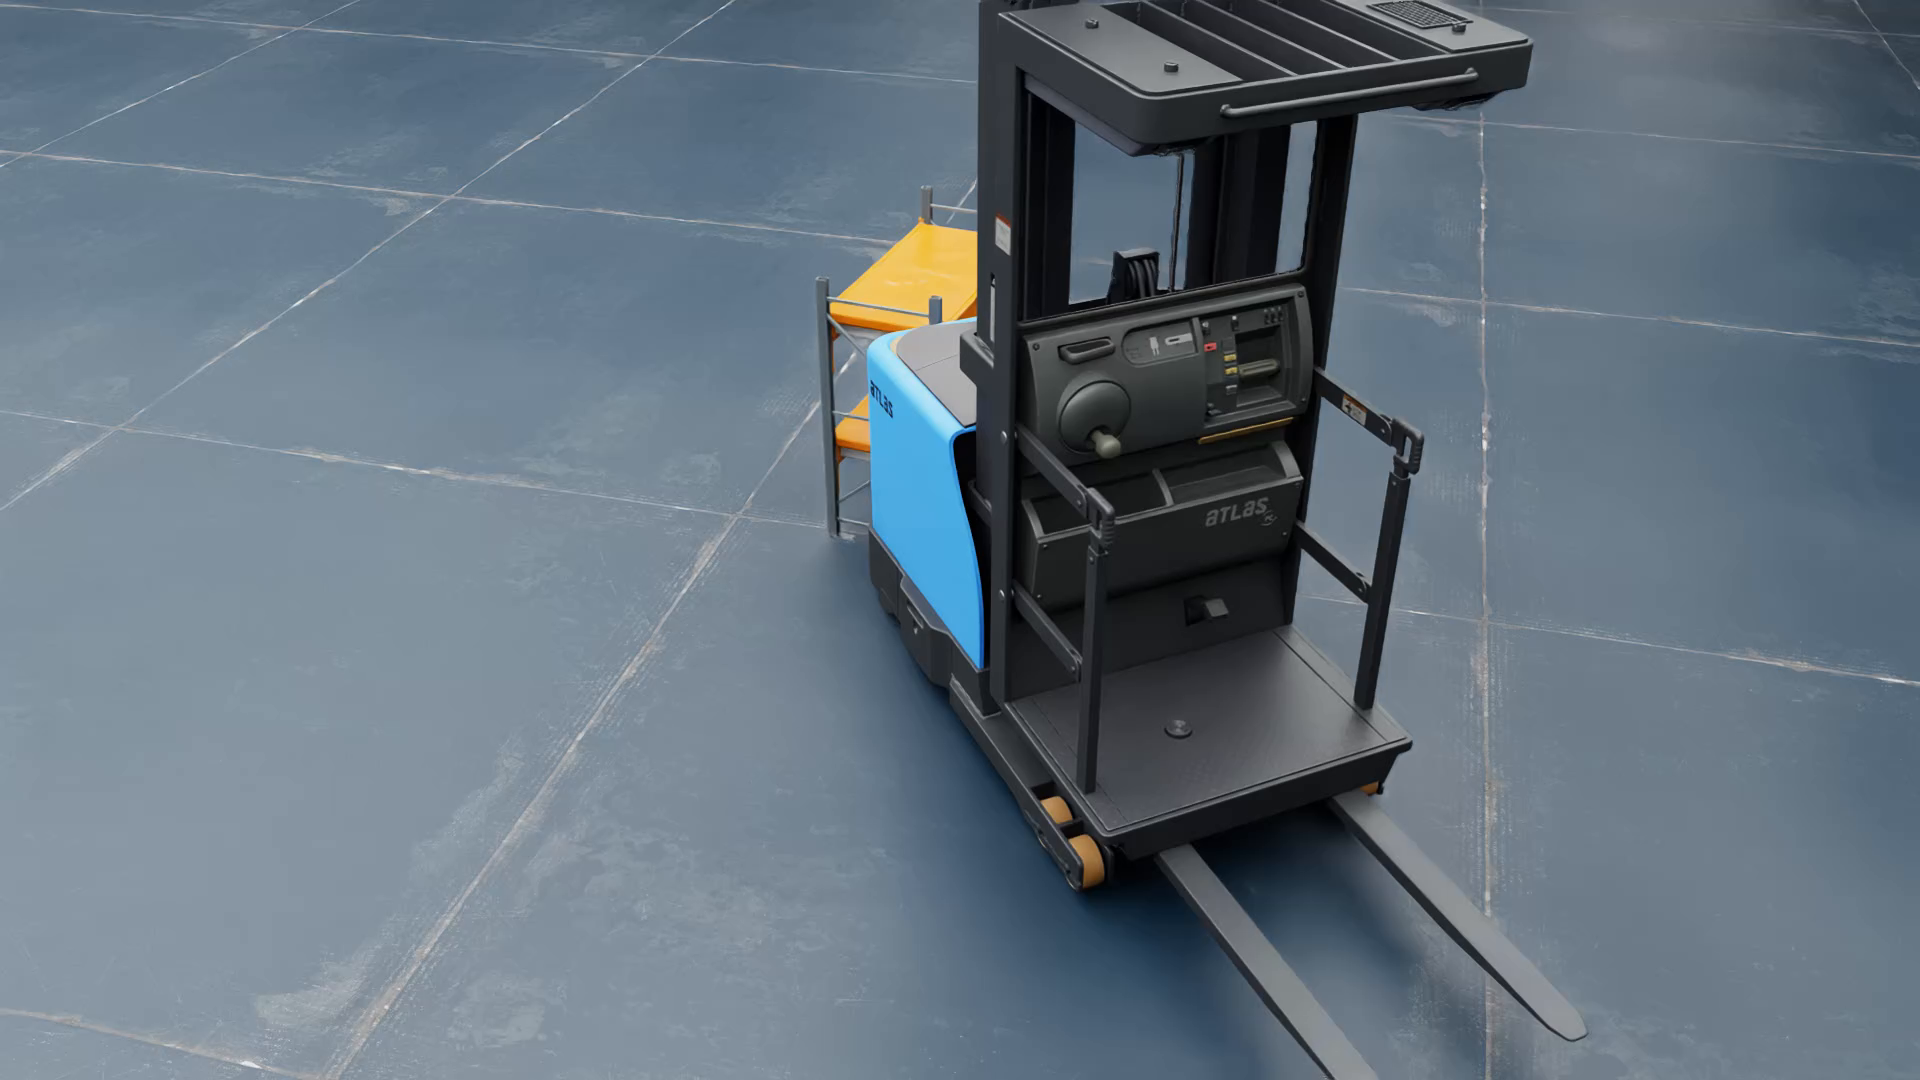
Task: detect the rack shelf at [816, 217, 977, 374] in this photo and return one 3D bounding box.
[{"bbox_3d":[-0.115,-0.953,6.655,0.538,0.278,1.000,12,34,18],"label":"rack shelf"}]

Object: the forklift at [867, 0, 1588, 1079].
[{"bbox_3d":[0.715,-0.436,4.703,1.130,2.935,3.031,-13,35,-20],"label":"forklift"}]

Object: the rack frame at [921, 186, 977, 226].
[{"bbox_3d":[0.072,-0.960,7.211,0.500,1.125,0.032,12,34,18],"label":"rack frame"}]

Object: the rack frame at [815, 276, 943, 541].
[{"bbox_3d":[-0.301,-0.452,6.413,0.500,1.125,0.032,12,34,18],"label":"rack frame"}]

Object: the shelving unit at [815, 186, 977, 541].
[{"bbox_3d":[-0.115,-0.706,6.812,0.538,1.125,1.048,12,34,18],"label":"shelving unit"}]

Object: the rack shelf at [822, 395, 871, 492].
[{"bbox_3d":[-0.115,-0.500,6.943,0.538,0.278,1.000,12,34,18],"label":"rack shelf"}]
